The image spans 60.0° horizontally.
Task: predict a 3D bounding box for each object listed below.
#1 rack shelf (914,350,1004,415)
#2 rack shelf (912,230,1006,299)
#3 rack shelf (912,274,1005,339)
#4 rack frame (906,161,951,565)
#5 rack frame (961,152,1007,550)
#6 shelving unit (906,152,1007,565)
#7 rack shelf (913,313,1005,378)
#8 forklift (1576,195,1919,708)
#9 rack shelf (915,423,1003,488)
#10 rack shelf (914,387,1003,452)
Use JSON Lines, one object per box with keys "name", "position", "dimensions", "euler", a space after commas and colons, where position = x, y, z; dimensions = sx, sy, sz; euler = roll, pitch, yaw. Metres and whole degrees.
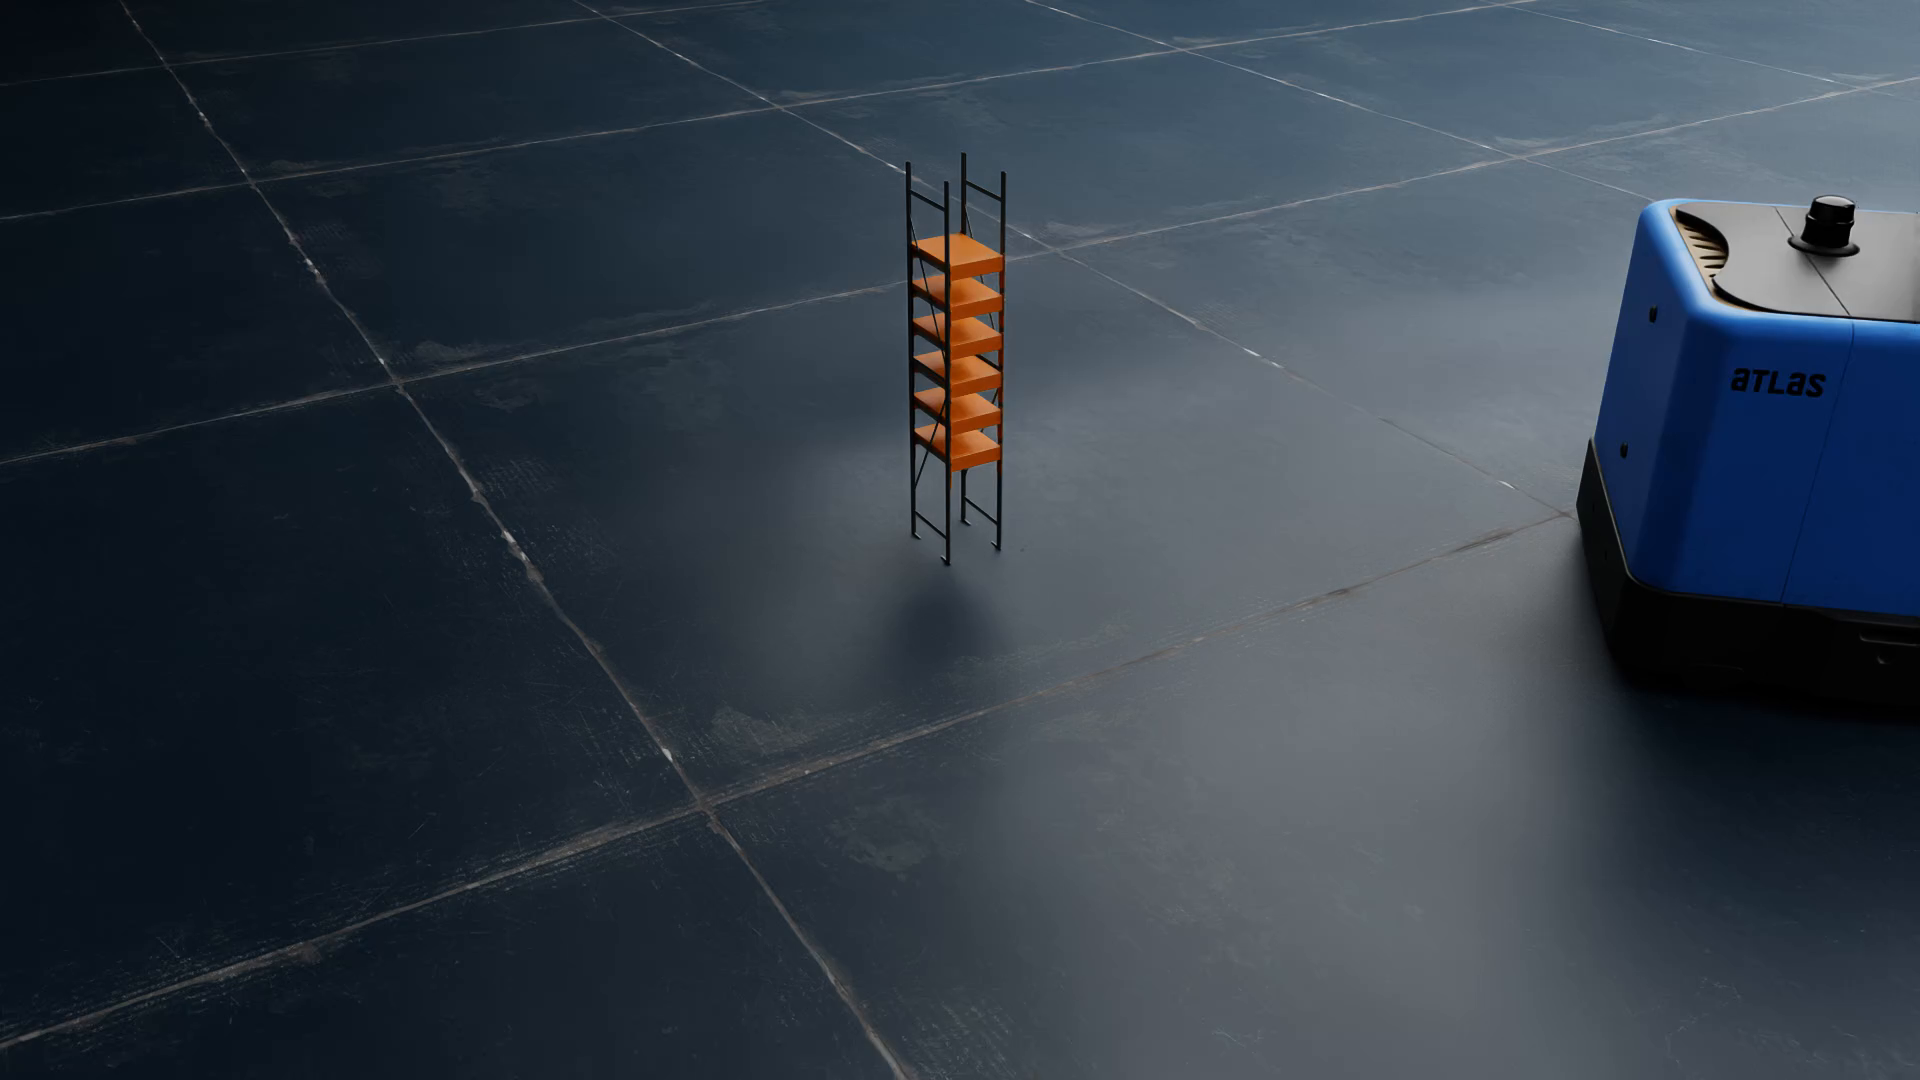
{"name": "rack shelf", "position": [-0.012, -0.483, 4.975], "dimensions": [0.180, 0.103, 0.258], "euler": [-16, 33, -26]}
{"name": "rack shelf", "position": [-0.012, -0.798, 4.801], "dimensions": [0.180, 0.103, 0.258], "euler": [-16, 33, -26]}
{"name": "rack shelf", "position": [-0.012, -0.693, 4.859], "dimensions": [0.180, 0.103, 0.258], "euler": [-16, 33, -26]}
{"name": "rack frame", "position": [-0.091, -0.499, 4.913], "dimensions": [0.006, 1.200, 0.240], "euler": [-16, 33, -26]}
{"name": "rack frame", "position": [0.066, -0.544, 4.994], "dimensions": [0.006, 1.200, 0.240], "euler": [-16, 33, -26]}
{"name": "shelving unit", "position": [-0.012, -0.522, 4.954], "dimensions": [0.189, 1.200, 0.258], "euler": [-16, 33, -26]}
{"name": "rack shelf", "position": [-0.012, -0.588, 4.917], "dimensions": [0.180, 0.103, 0.258], "euler": [-16, 33, -26]}
{"name": "forklift", "position": [3.352, -0.972, 3.977], "dimensions": [3.031, 2.935, 1.130], "euler": [6, 29, 11]}
{"name": "rack shelf", "position": [-0.012, -0.273, 5.091], "dimensions": [0.180, 0.103, 0.258], "euler": [-16, 33, -26]}
{"name": "rack shelf", "position": [-0.012, -0.378, 5.033], "dimensions": [0.180, 0.103, 0.258], "euler": [-16, 33, -26]}
